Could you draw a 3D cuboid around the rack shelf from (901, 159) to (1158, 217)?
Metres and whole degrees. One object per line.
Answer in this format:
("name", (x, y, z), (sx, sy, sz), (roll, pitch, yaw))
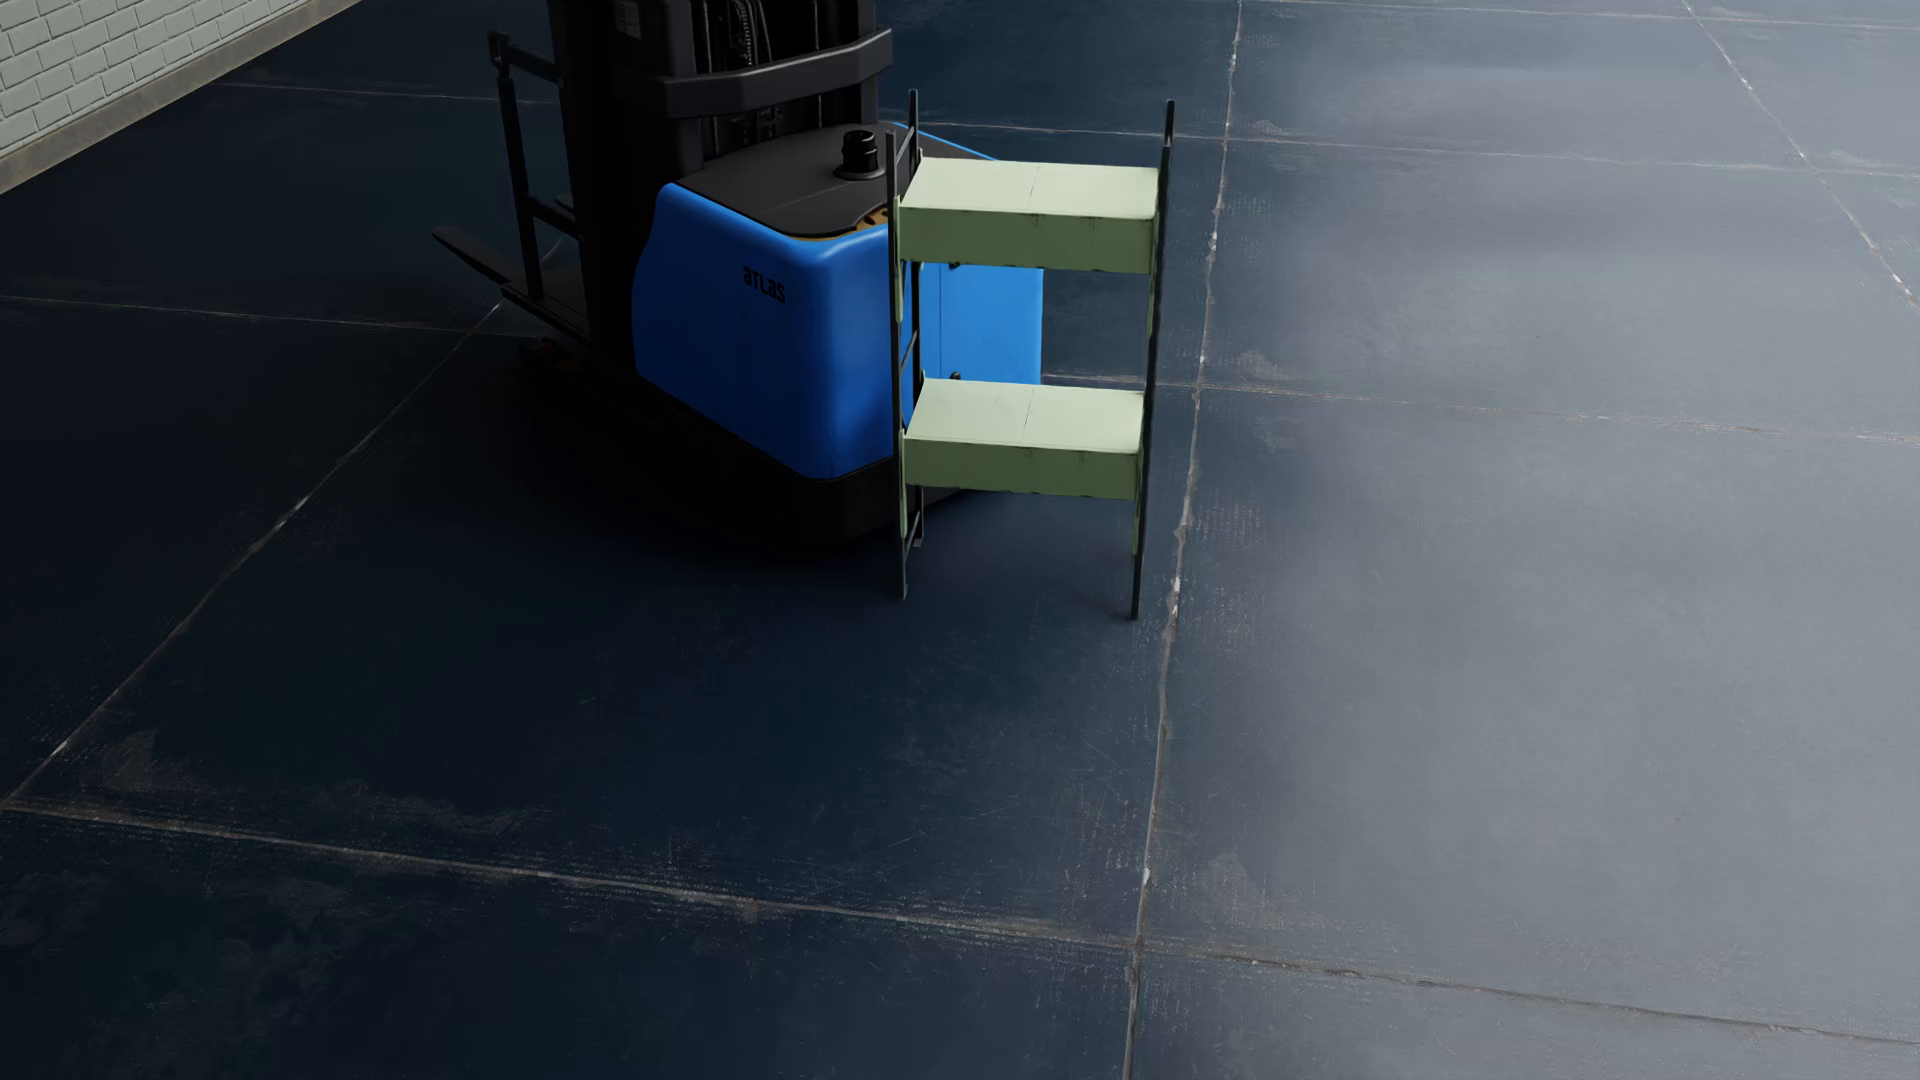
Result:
("rack shelf", (0.203, -0.965, 4.660), (0.686, 0.052, 0.368), (4, 32, 7))

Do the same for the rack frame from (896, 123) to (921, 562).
("rack frame", (-0.160, -0.547, 4.980), (0.010, 1.308, 0.380), (4, 32, 7))

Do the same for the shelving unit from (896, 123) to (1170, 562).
("shelving unit", (0.203, -0.521, 4.937), (0.742, 1.308, 0.380), (4, 32, 7))

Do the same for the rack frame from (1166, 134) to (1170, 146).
("rack frame", (0.565, -0.494, 4.894), (0.010, 1.308, 0.380), (4, 32, 7))

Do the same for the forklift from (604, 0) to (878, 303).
("forklift", (-1.051, -1.927, 5.836), (1.109, 2.935, 3.031), (-25, 40, -34))
